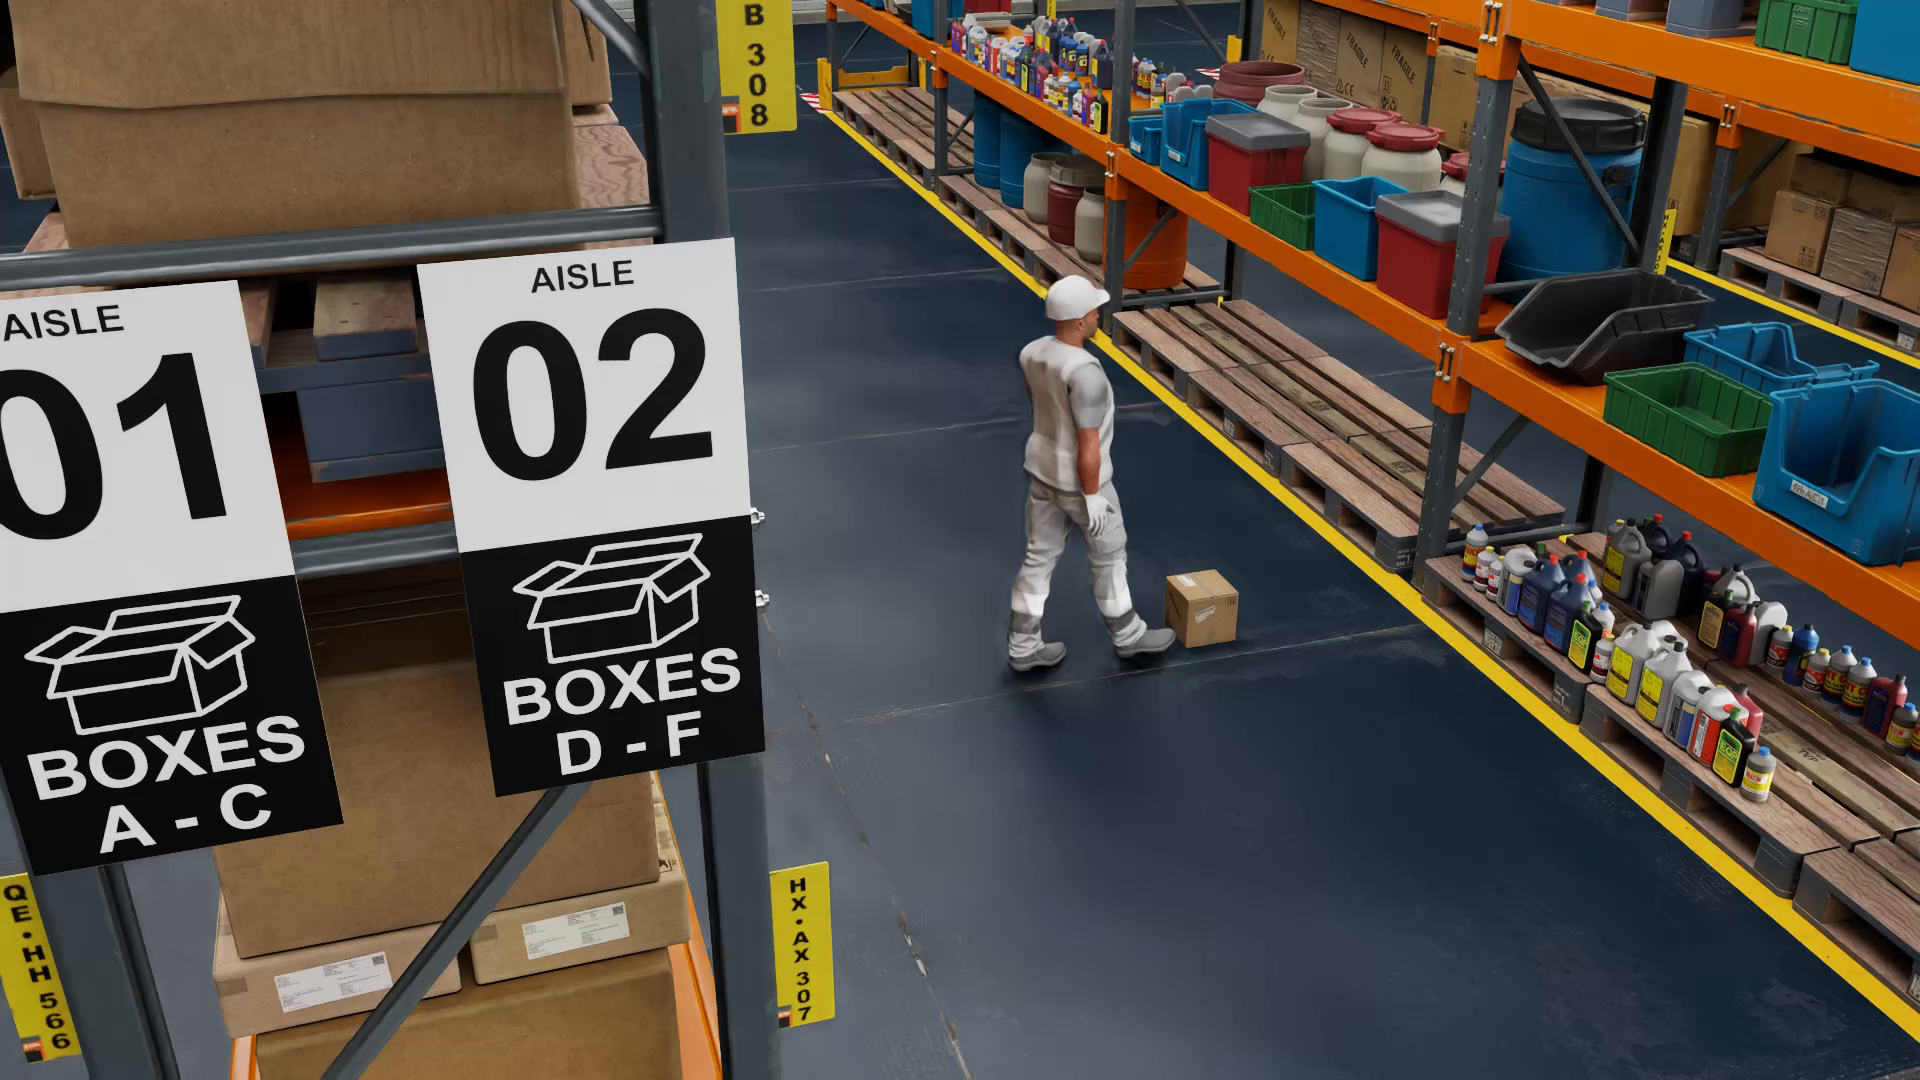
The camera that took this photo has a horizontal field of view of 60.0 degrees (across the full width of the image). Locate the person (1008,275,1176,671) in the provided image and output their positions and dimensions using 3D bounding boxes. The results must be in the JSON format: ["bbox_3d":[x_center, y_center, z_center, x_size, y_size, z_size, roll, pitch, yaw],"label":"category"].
[{"bbox_3d":[0.551,-0.295,7.150,0.760,1.778,0.544,-17,31,-31],"label":"person"}]
